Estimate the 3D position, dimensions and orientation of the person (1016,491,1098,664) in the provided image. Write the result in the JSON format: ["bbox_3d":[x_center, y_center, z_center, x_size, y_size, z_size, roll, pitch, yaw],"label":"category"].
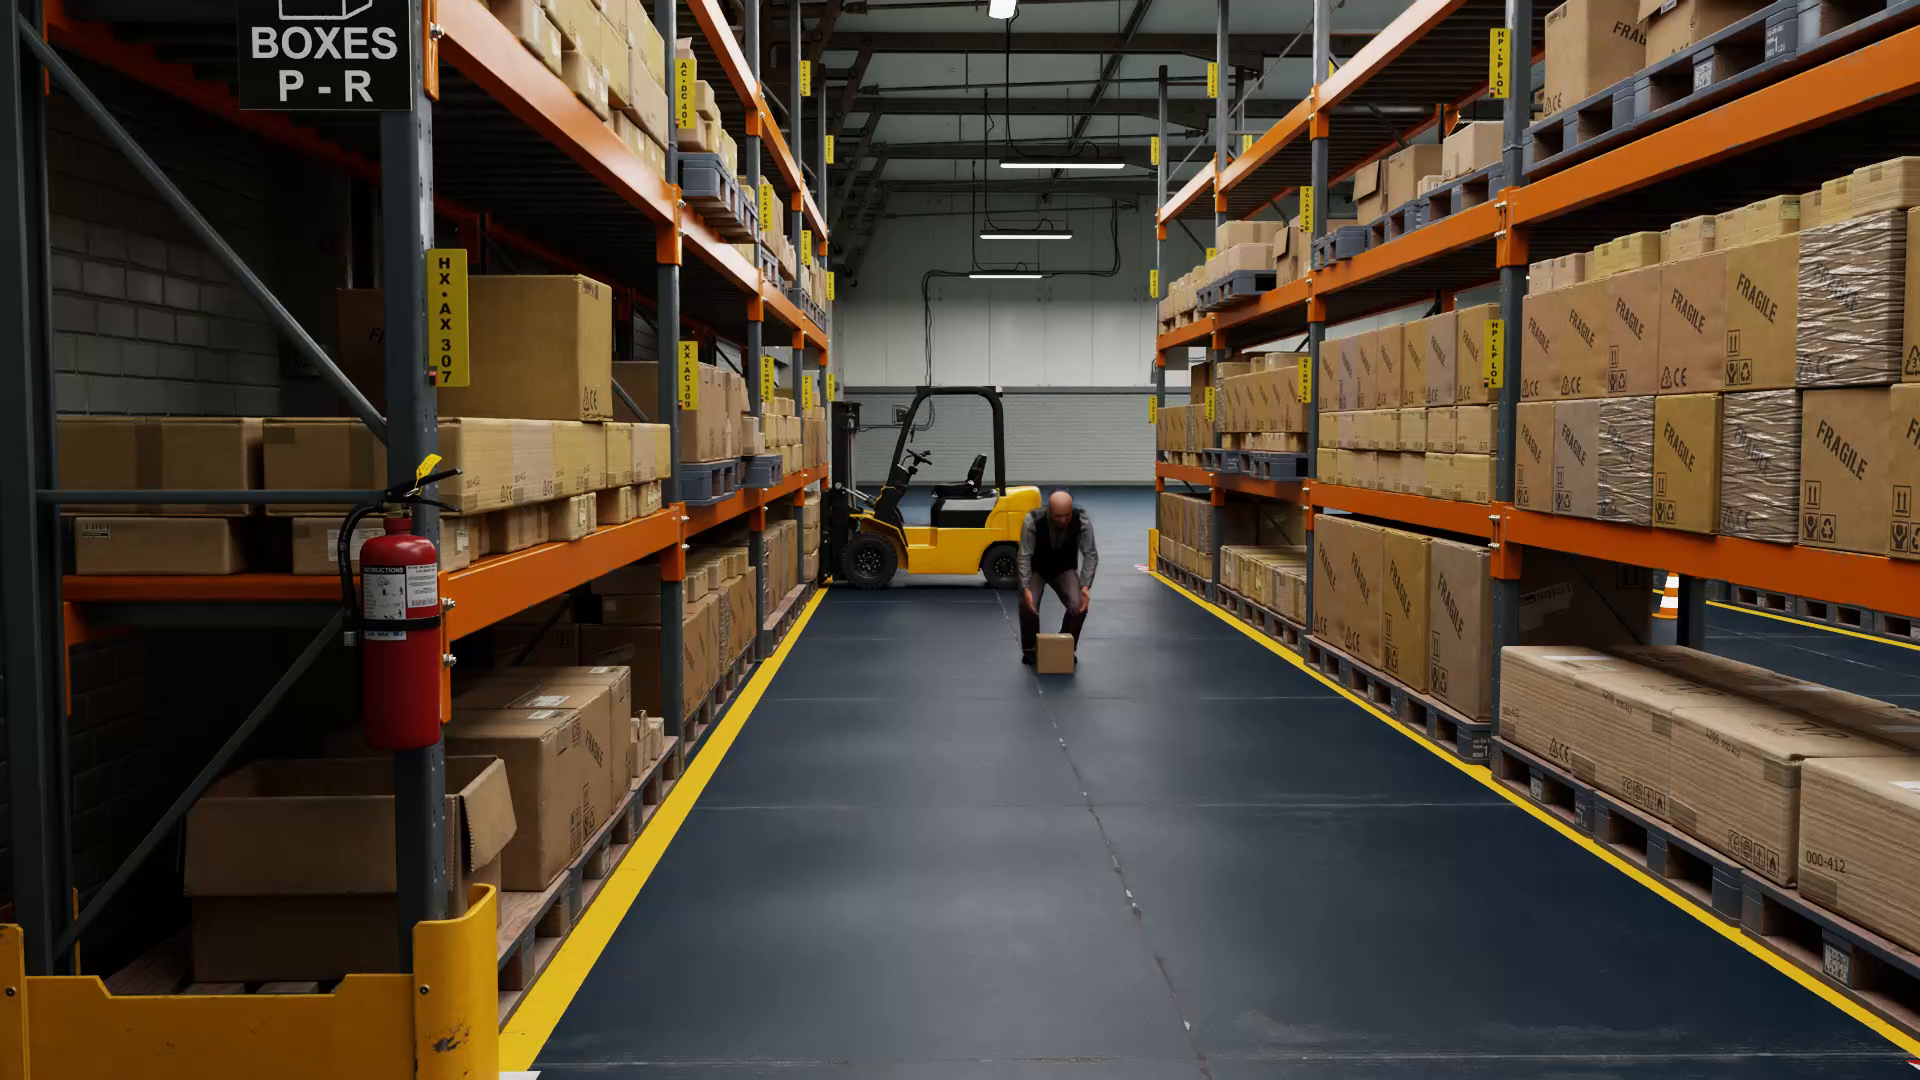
[{"bbox_3d":[0.688,0.265,11.963,0.585,1.255,0.784,0,4,-1],"label":"person"}]
